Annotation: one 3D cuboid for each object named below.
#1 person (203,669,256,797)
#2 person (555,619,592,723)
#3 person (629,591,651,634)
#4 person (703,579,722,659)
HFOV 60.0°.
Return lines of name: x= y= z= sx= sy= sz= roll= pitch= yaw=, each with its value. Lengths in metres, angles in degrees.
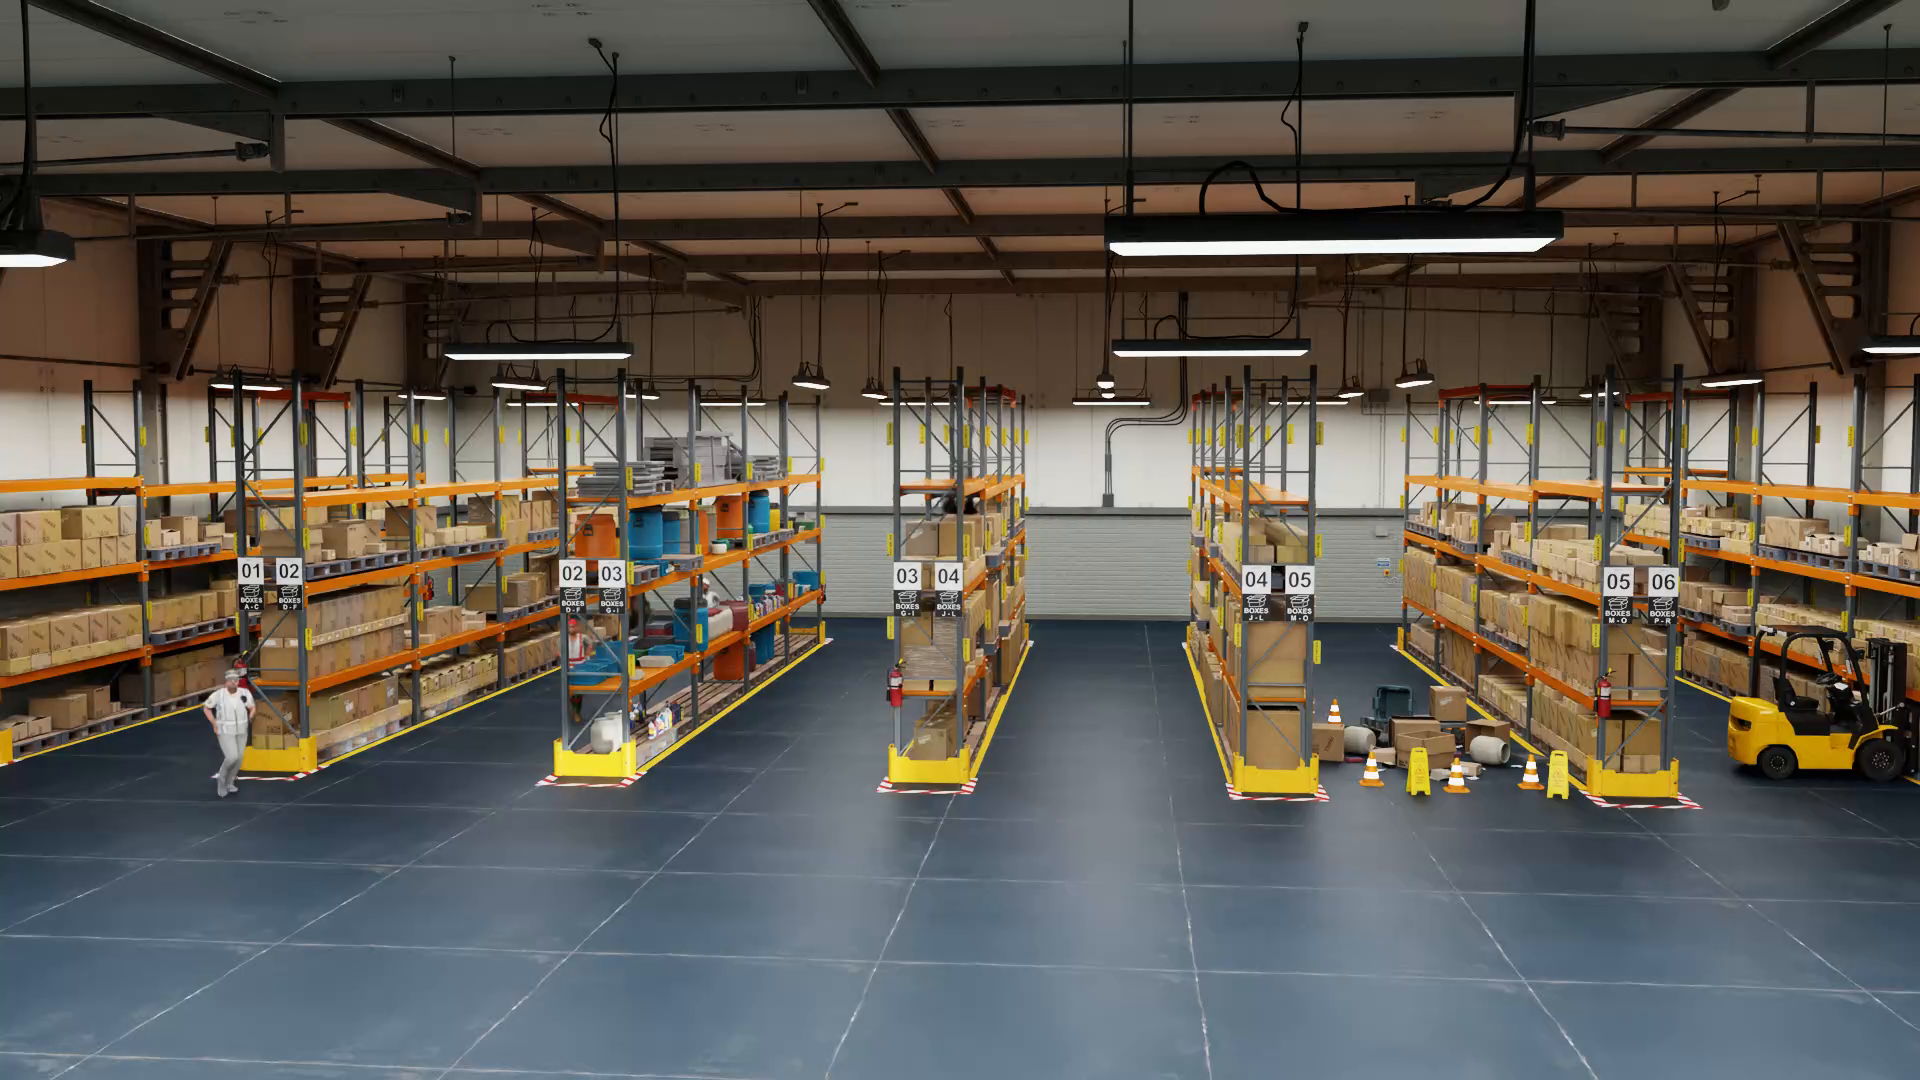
person: x=-10.118 y=2.691 z=23.196 sx=0.634 sy=1.795 sz=0.672 roll=-4 pitch=5 yaw=-45
person: x=-6.828 y=2.291 z=29.327 sx=0.589 sy=1.831 sz=0.835 roll=0 pitch=4 yaw=0
person: x=-8.139 y=1.528 z=42.024 sx=0.745 sy=1.773 sz=0.719 roll=3 pitch=5 yaw=42
person: x=-5.762 y=1.770 z=37.840 sx=0.669 sy=1.781 sz=0.954 roll=0 pitch=4 yaw=7
